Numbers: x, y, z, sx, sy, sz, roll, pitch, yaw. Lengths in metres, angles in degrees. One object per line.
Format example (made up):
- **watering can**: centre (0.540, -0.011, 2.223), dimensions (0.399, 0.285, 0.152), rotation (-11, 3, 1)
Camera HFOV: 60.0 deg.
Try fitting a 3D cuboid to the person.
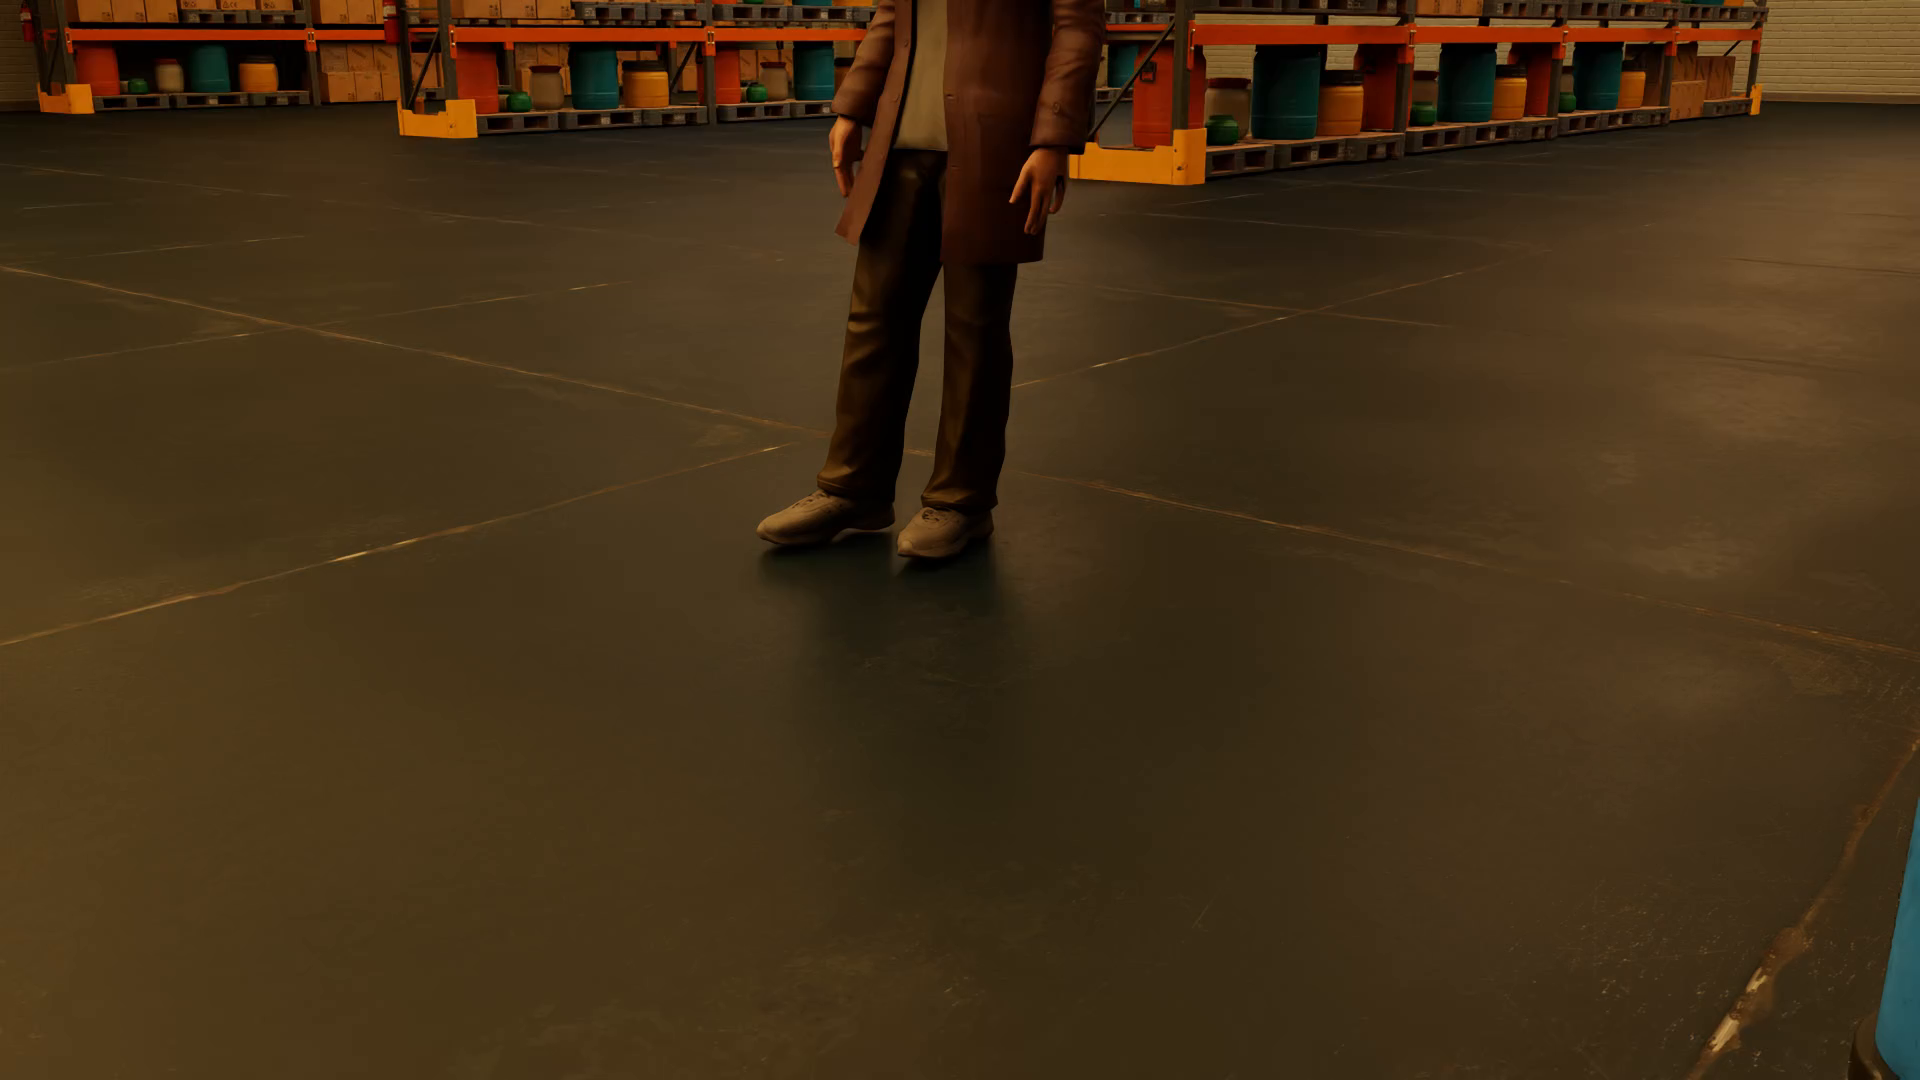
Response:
- **person**: centre (-0.061, -0.838, 3.616), dimensions (0.698, 1.778, 0.579), rotation (13, 21, 37)
